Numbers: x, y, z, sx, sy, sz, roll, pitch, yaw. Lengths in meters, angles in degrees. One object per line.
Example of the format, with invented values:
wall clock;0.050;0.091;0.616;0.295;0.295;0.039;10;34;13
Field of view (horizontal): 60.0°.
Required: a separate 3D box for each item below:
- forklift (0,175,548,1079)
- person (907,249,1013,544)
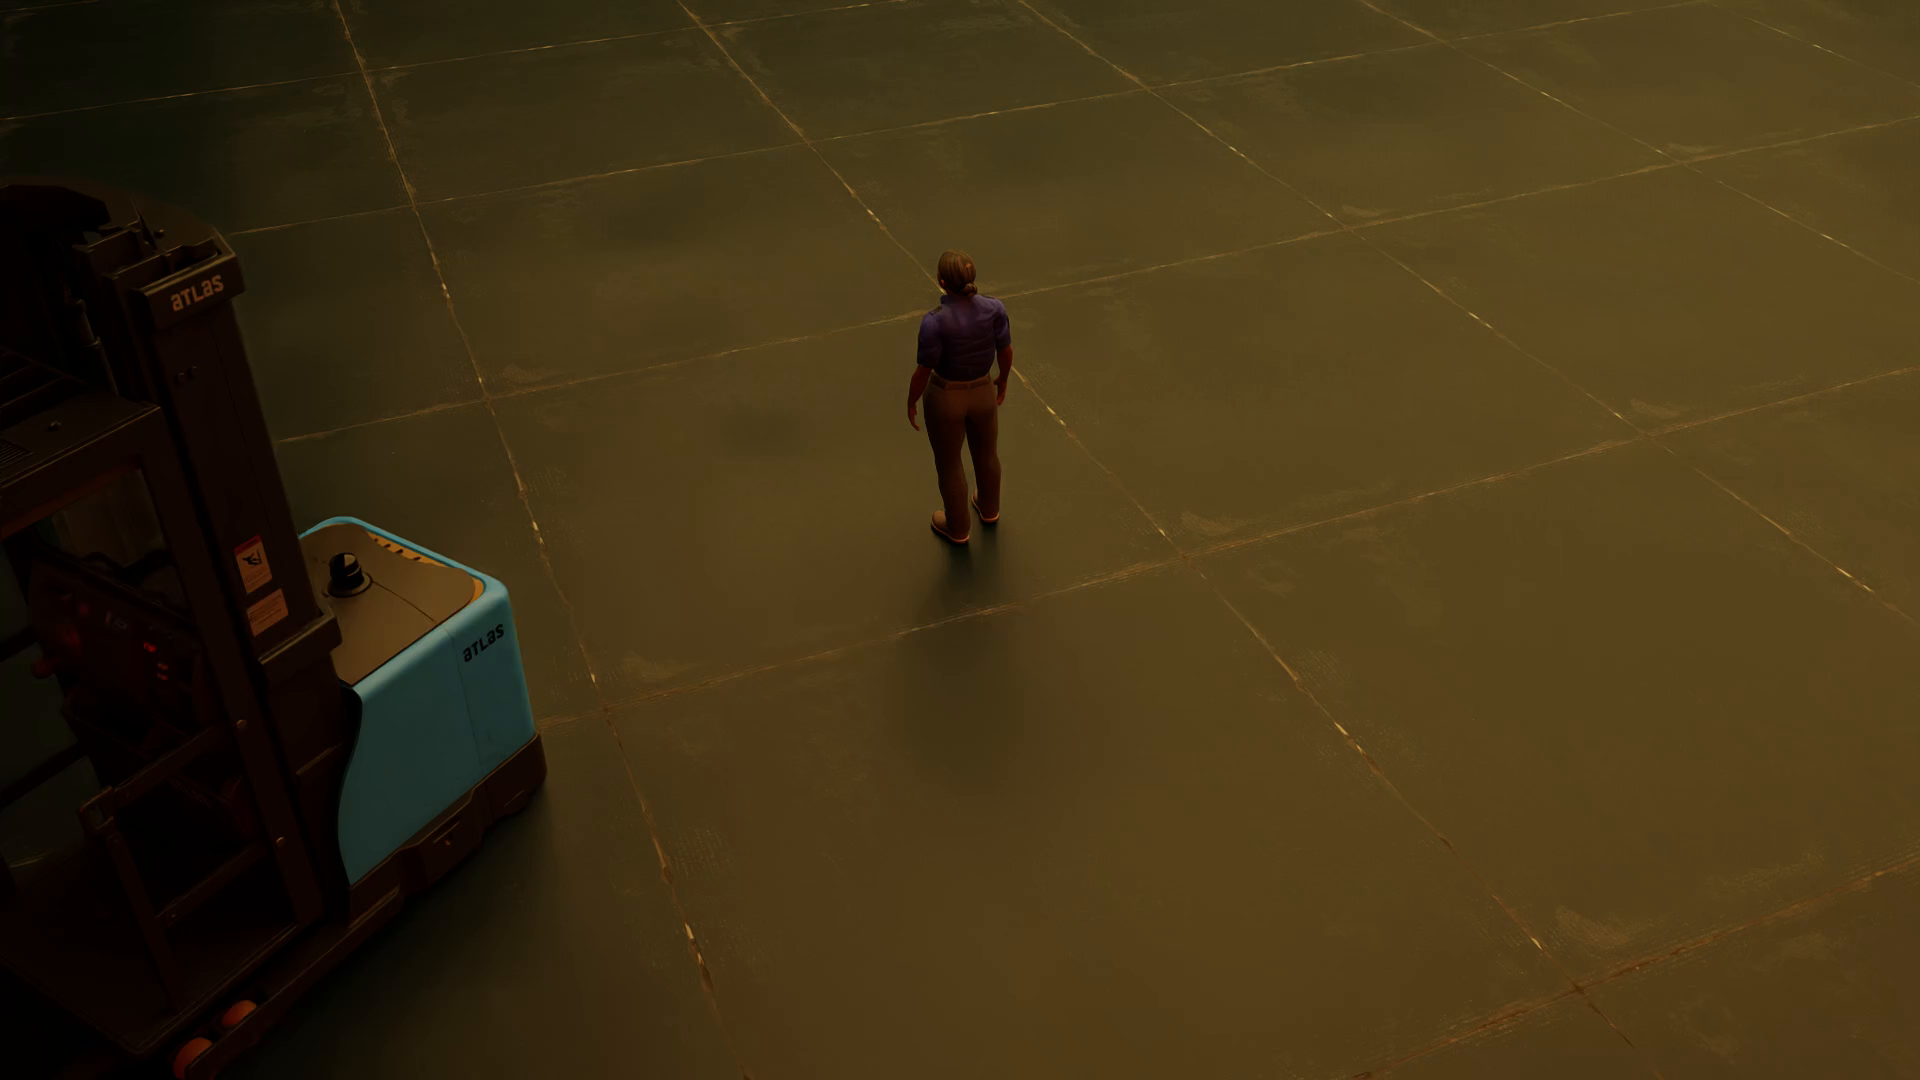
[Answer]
forklift;-2.968;0.429;5.495;1.130;2.935;3.031;20;40;26
person;-0.016;-0.731;8.216;0.569;1.654;0.504;-14;38;-19
